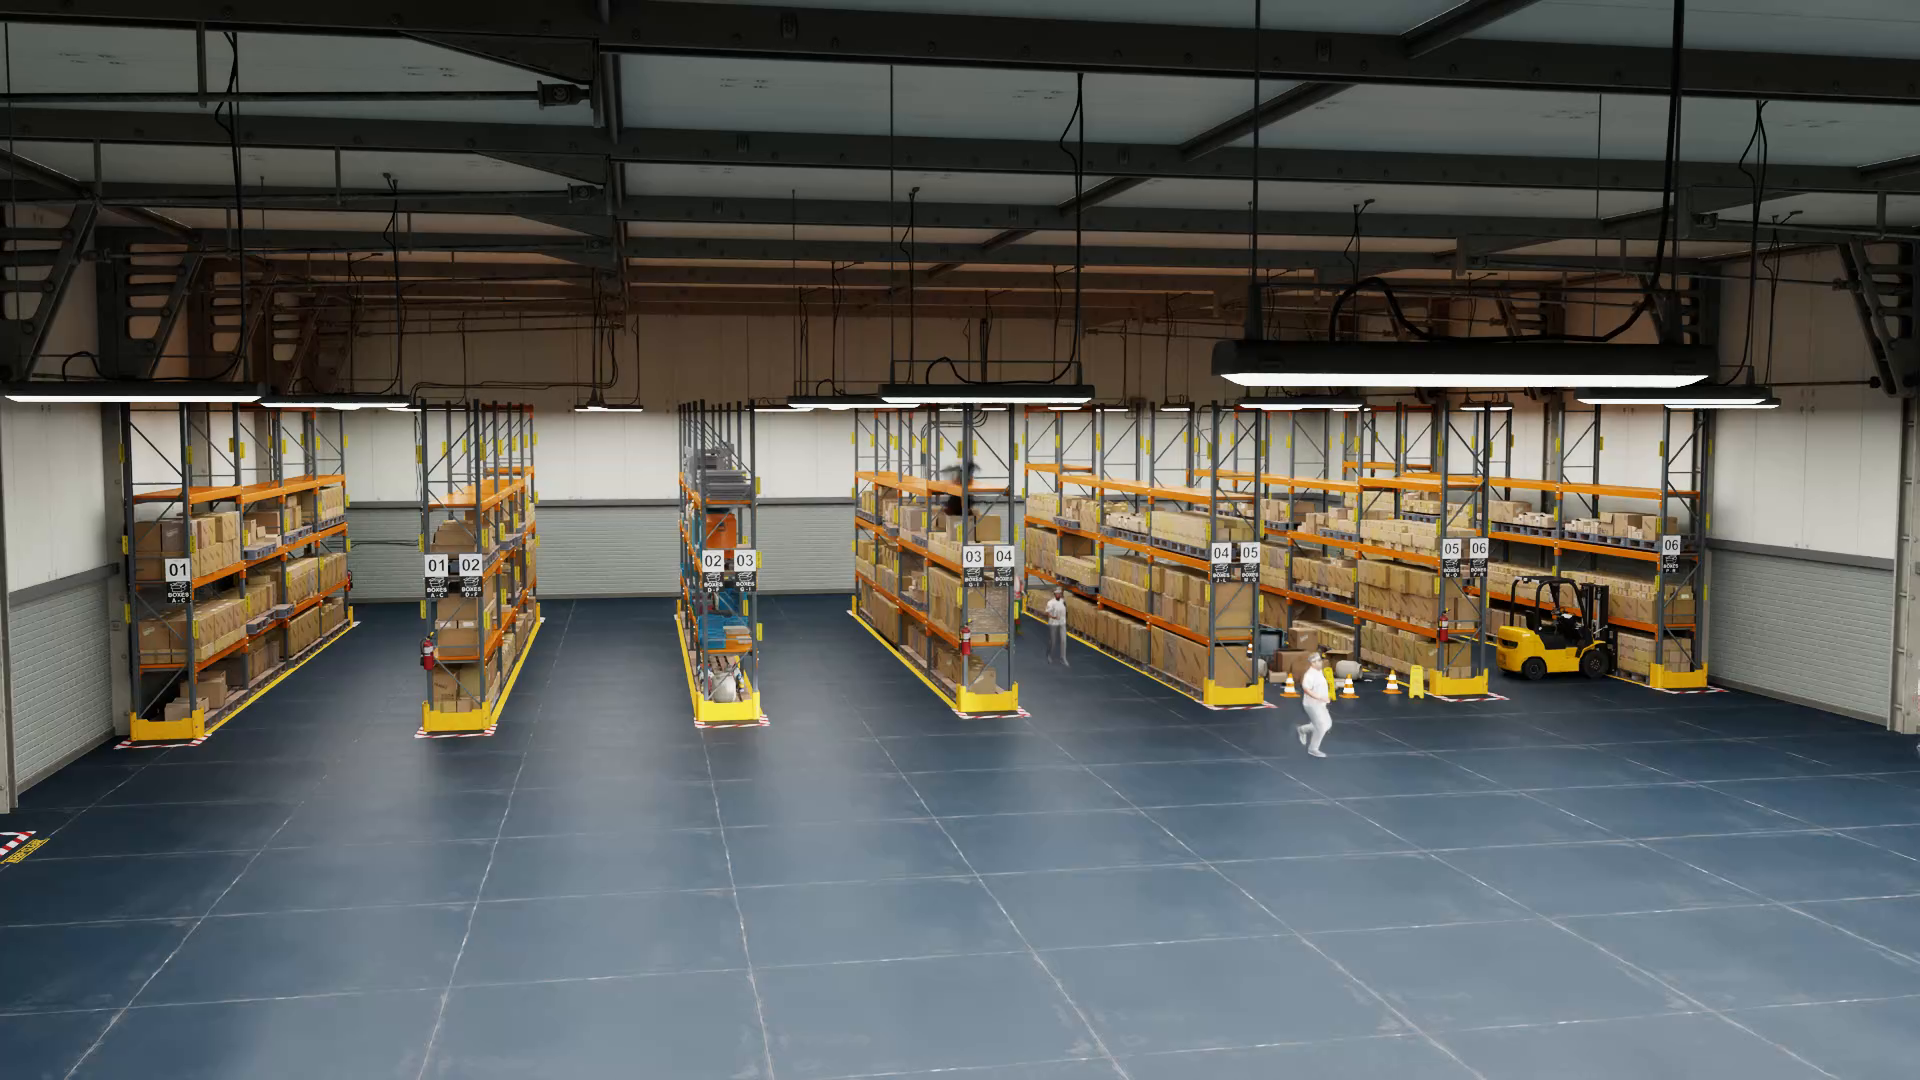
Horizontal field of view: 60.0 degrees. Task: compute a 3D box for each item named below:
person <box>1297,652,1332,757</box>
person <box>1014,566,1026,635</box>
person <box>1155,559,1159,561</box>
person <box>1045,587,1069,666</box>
[{"bbox_3d":[5.959,2.753,27.967,0.627,1.752,0.697,2,5,28],"label":"person"},{"bbox_3d":[1.387,1.547,43.245,0.668,1.765,0.998,-1,4,-14],"label":"person"},{"bbox_3d":[5.374,1.393,45.640,0.632,1.768,0.670,-2,5,-24],"label":"person"},{"bbox_3d":[2.126,1.876,36.437,0.587,1.715,0.886,-2,5,-23],"label":"person"}]
